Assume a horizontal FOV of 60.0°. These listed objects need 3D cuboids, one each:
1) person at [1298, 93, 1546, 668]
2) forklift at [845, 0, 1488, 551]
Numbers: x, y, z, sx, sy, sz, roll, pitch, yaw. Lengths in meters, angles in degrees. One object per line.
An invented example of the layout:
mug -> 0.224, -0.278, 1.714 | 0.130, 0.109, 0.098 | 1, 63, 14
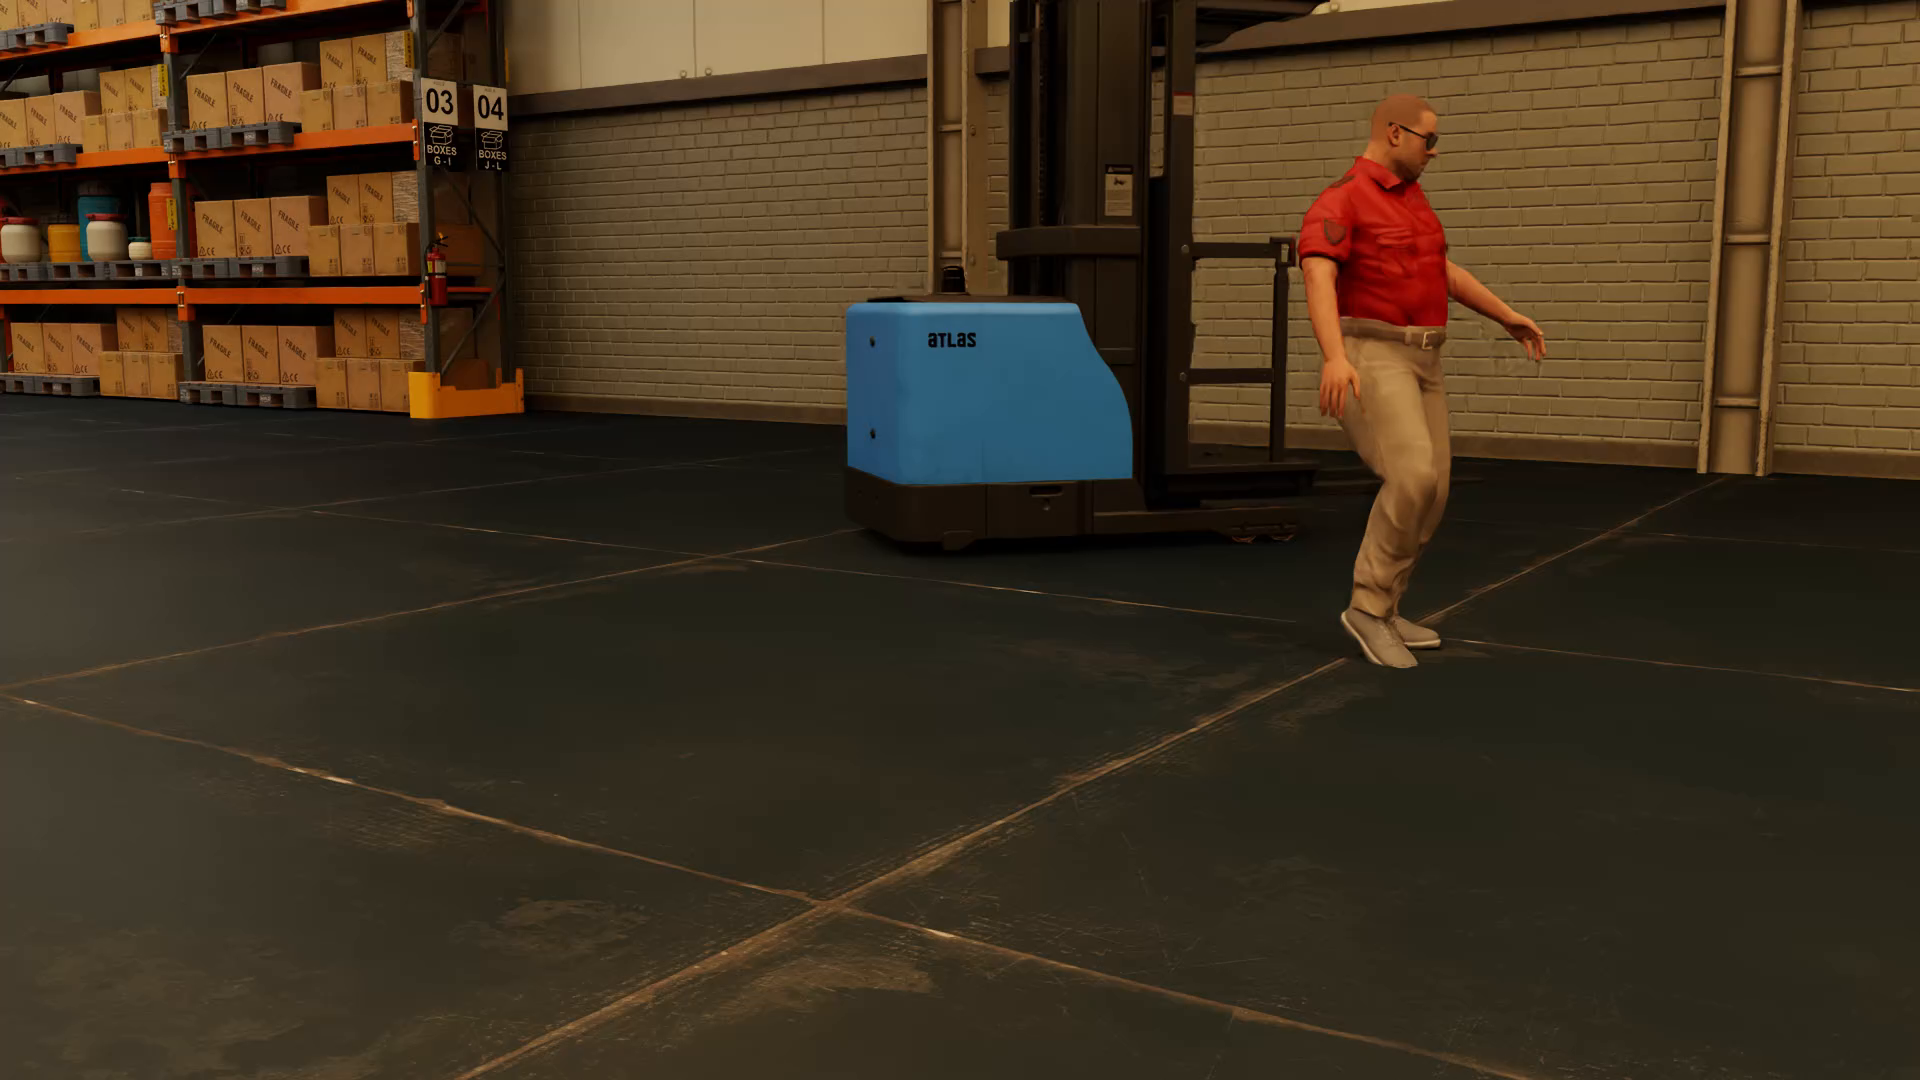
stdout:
person -> 1.371, -0.477, 5.120 | 0.923, 1.761, 0.464 | -7, 11, -40
forklift -> 1.028, -1.503, 7.760 | 3.031, 2.935, 1.130 | -3, 9, -18
